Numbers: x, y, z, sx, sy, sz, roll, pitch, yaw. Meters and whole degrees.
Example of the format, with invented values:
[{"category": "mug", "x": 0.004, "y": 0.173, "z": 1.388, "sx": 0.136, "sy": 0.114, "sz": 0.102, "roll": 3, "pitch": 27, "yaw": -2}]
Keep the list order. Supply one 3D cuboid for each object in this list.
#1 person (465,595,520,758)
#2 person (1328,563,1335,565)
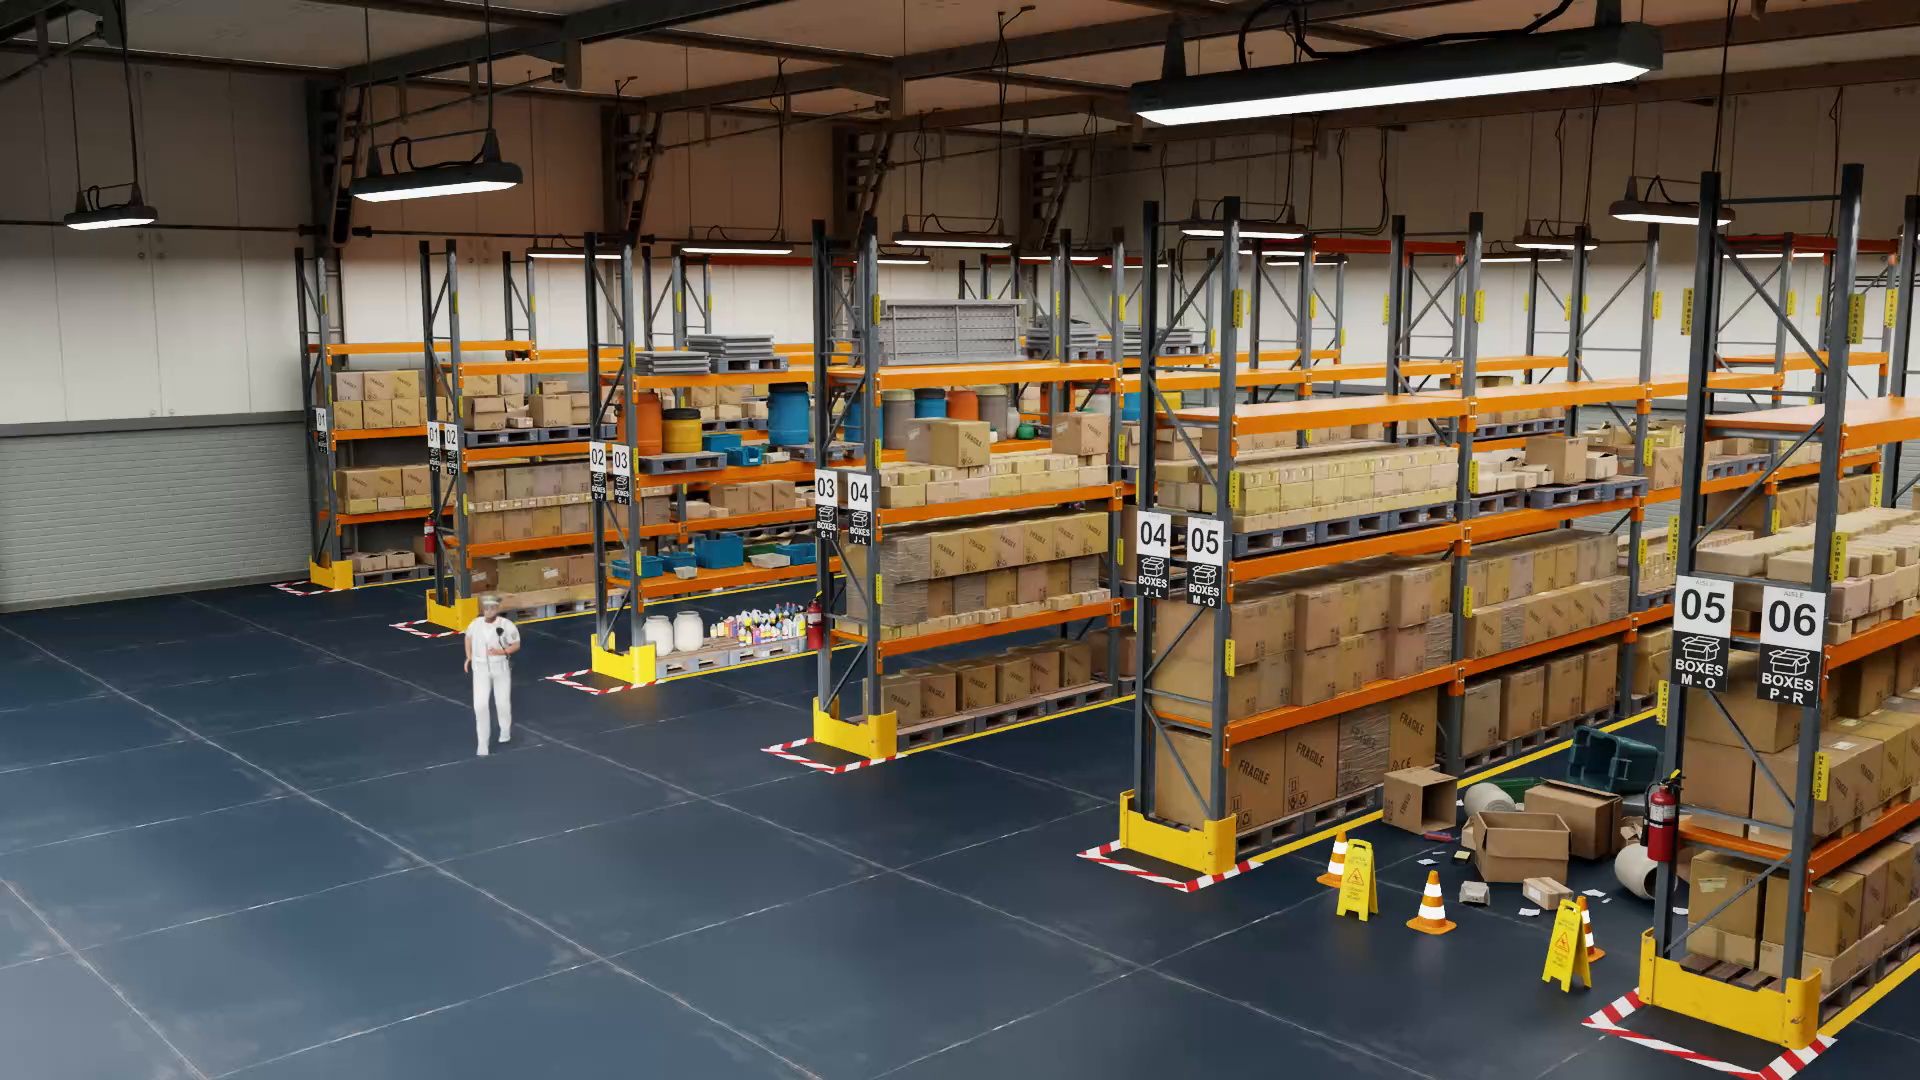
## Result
[{"category": "person", "x": -5.337, "y": 1.520, "z": 19.004, "sx": 0.644, "sy": 1.836, "sz": 0.793, "roll": -1, "pitch": 8, "yaw": -8}, {"category": "person", "x": 4.915, "y": 1.026, "z": 22.274, "sx": 0.673, "sy": 1.858, "sz": 0.821, "roll": 8, "pitch": 11, "yaw": 42}]
